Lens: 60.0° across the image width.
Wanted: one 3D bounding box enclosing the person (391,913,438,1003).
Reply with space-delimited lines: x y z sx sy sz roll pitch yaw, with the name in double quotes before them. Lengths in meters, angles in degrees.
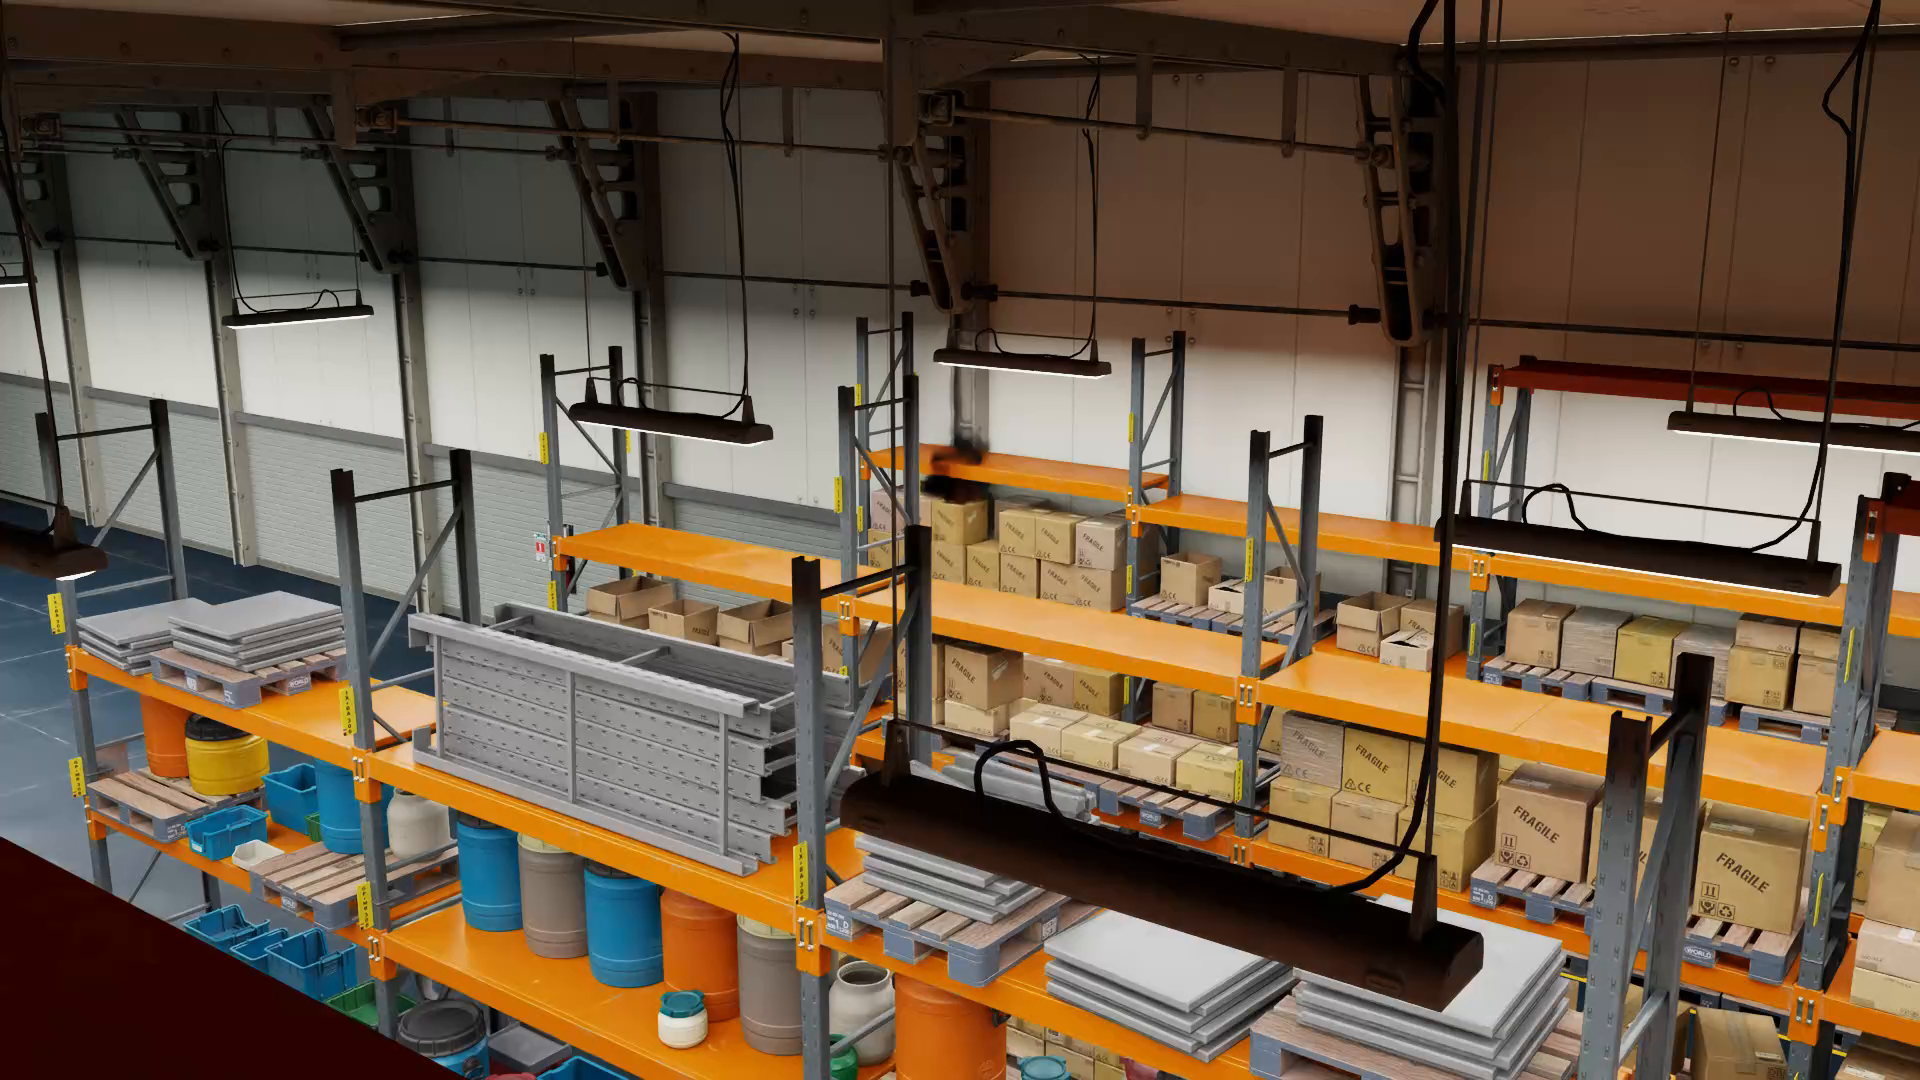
"person" -4.954 3.811 15.108 0.764 1.739 0.596 7 15 26
